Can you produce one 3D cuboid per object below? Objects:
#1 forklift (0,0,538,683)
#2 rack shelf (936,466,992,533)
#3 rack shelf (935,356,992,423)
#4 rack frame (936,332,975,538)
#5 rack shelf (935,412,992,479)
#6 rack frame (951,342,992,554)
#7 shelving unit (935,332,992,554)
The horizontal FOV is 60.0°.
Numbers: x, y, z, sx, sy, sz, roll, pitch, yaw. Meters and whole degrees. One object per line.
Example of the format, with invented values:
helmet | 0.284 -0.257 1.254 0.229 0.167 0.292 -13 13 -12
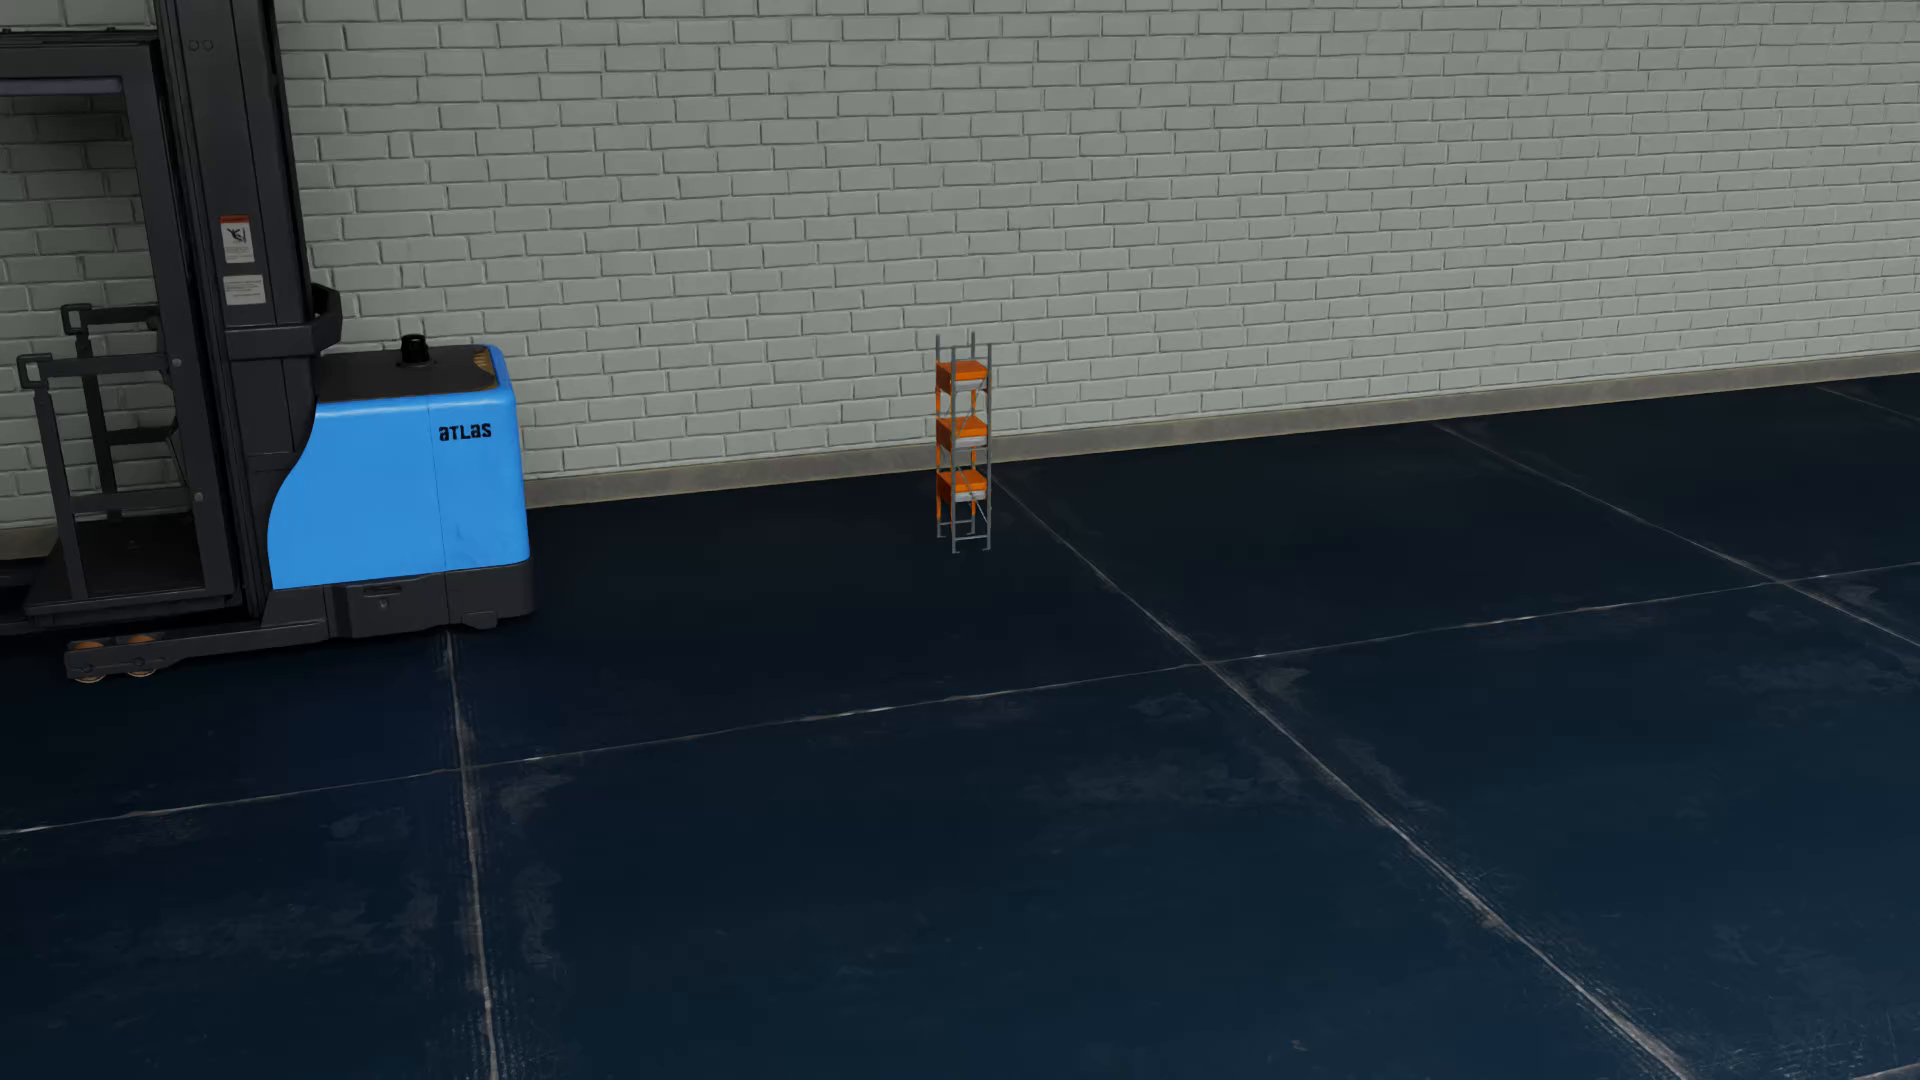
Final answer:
forklift | -3.448 -0.995 6.851 3.031 2.935 1.130 -6 21 -17
rack shelf | 0.017 -0.205 8.289 0.215 0.259 0.240 -6 21 -17
rack shelf | 0.017 -0.734 8.099 0.215 0.259 0.240 -6 21 -17
rack frame | -0.022 -0.516 8.300 0.200 1.050 0.008 -6 21 -17
rack shelf | 0.017 -0.467 8.195 0.215 0.259 0.240 -6 21 -17
rack frame | 0.055 -0.438 8.082 0.200 1.050 0.008 -6 21 -17
shelving unit | 0.017 -0.477 8.191 0.215 1.050 0.252 -6 21 -17
